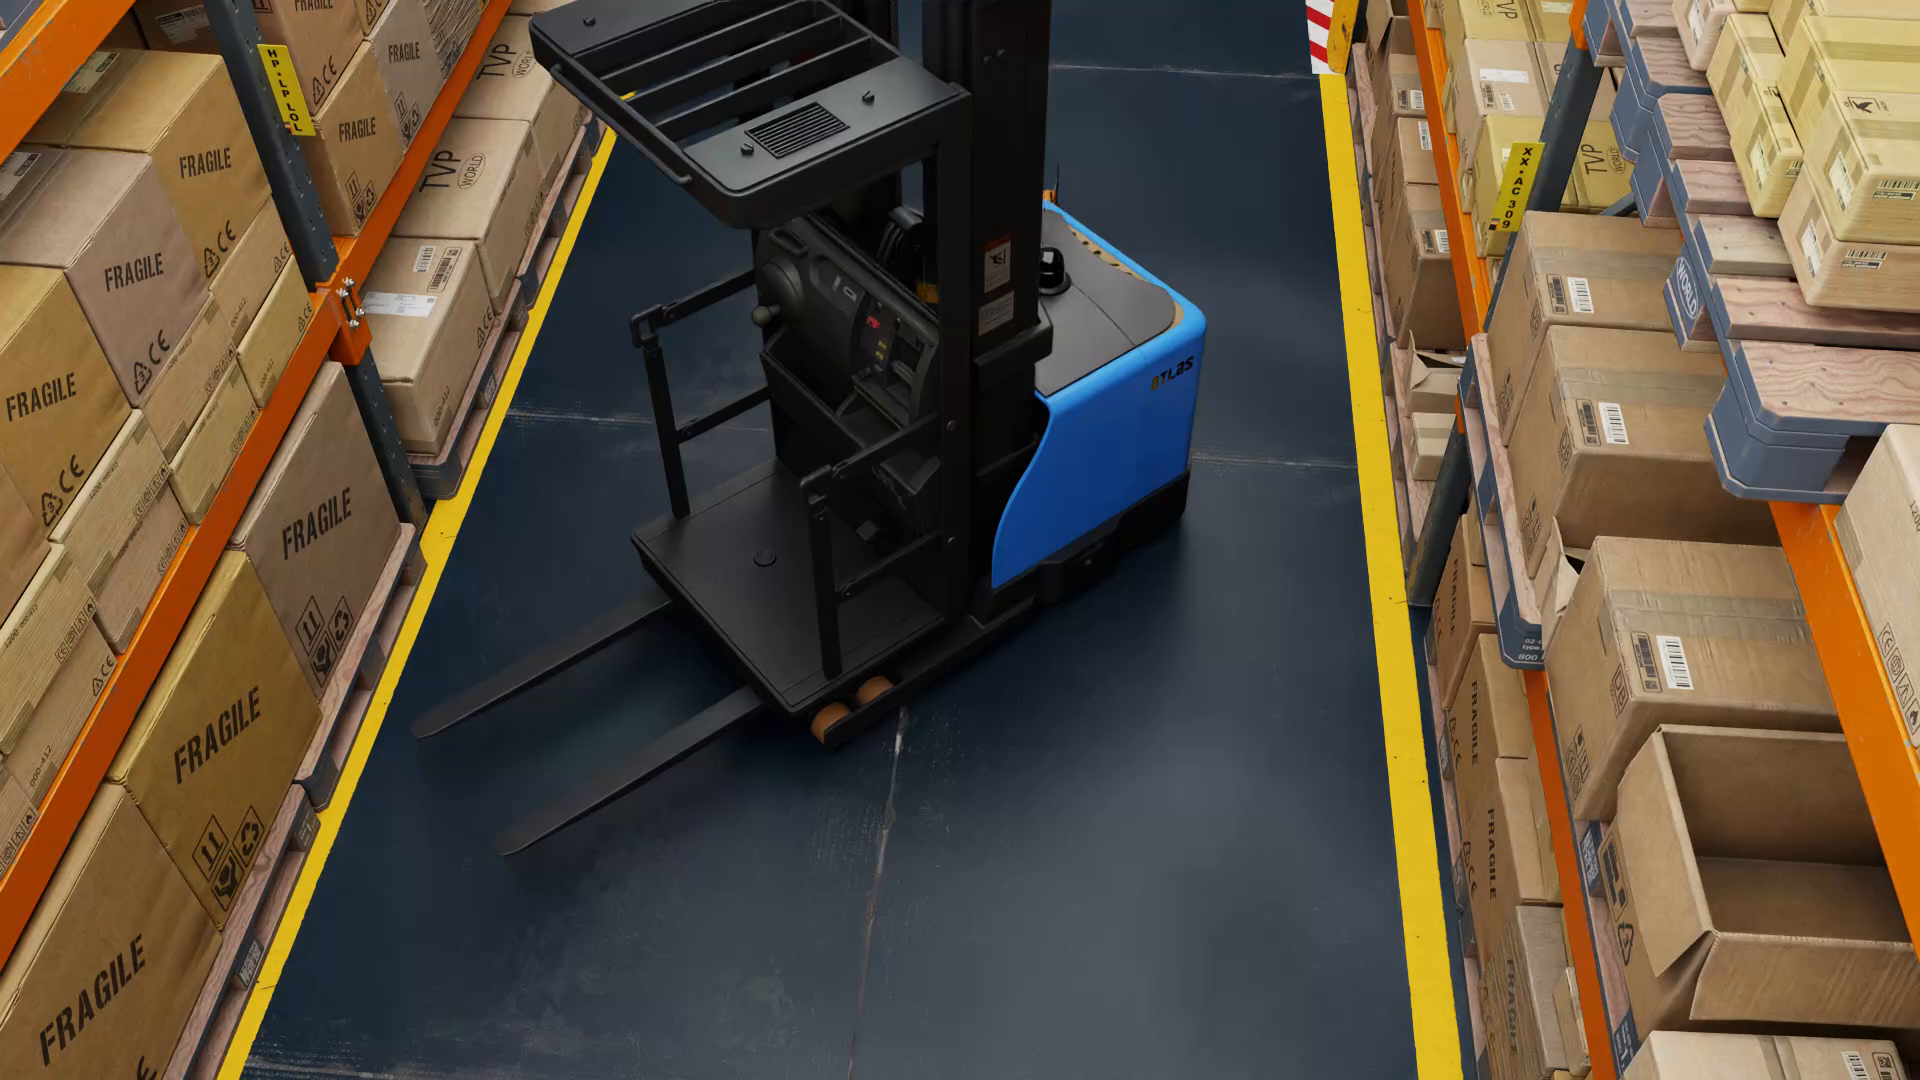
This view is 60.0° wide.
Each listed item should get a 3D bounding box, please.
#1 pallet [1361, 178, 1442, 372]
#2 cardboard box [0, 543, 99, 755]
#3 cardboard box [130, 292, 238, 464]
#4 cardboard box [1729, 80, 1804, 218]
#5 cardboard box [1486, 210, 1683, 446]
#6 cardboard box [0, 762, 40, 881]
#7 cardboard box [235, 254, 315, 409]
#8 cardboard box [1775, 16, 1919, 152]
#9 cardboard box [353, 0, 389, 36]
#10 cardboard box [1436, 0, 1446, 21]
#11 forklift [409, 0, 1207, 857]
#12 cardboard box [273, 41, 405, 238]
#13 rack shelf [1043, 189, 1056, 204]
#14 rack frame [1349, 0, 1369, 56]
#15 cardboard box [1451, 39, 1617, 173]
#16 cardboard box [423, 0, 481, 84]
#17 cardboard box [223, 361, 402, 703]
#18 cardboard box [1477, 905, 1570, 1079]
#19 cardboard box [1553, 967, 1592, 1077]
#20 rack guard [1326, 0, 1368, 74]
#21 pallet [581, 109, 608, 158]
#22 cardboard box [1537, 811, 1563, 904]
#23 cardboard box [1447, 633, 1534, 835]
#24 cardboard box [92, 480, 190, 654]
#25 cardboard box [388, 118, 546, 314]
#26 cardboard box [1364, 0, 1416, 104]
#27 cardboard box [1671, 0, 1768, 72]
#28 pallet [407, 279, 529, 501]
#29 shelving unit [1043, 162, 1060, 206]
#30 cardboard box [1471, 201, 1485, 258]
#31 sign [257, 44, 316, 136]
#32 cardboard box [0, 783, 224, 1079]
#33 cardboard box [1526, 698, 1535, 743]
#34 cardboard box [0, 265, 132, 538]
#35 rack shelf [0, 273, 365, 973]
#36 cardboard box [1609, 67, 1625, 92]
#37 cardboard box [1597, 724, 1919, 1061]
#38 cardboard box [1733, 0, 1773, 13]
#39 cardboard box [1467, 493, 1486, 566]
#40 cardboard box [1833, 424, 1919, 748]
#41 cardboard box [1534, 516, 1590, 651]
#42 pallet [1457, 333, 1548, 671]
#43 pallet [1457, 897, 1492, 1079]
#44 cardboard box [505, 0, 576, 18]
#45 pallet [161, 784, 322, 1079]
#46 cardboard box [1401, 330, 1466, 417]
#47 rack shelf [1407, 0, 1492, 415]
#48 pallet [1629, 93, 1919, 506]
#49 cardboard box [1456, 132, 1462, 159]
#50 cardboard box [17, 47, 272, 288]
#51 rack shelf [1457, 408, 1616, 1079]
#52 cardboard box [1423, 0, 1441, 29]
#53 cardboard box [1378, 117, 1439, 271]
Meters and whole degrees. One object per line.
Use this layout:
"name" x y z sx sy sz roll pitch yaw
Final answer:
"pallet" 2.429 -1.226 7.728 1.003 0.211 1.213 4 48 4
"cardboard box" -2.593 0.254 4.247 0.500 0.250 0.500 5 48 4
"cardboard box" -2.522 -0.504 4.941 0.500 0.250 0.500 5 48 4
"cardboard box" 1.711 -0.737 3.176 0.380 0.149 0.250 5 48 4
"cardboard box" 1.990 -0.598 4.912 0.700 0.500 0.500 5 48 5
"cardboard box" -2.673 0.789 4.097 0.500 0.250 0.500 5 48 5
"cardboard box" -2.476 -0.697 5.456 0.500 0.250 0.500 3 48 3
"cardboard box" 1.744 -0.825 3.055 0.380 0.149 0.250 4 48 4
"cardboard box" -2.349 -2.170 5.956 0.500 0.500 0.500 3 48 3
"cardboard box" 2.198 -2.317 6.736 0.500 0.250 0.500 3 48 3
"forklift" -0.548 -0.681 5.387 3.031 2.935 1.130 -31 54 -25
"cardboard box" -2.383 -1.455 5.980 0.500 0.500 0.500 5 48 5
"rack shelf" 0.260 -1.303 6.859 0.240 0.259 0.215 9 48 8
"rack frame" 2.622 -3.703 8.104 1.000 3.000 0.127 4 48 4
"cardboard box" 2.092 -1.573 6.056 0.500 0.250 0.500 4 48 4
"cardboard box" -2.281 -2.190 6.652 0.500 0.500 0.500 4 48 4
"cardboard box" -2.663 -0.058 5.925 0.875 0.875 0.875 5 48 5
"cardboard box" 1.847 1.418 4.830 0.500 0.500 0.500 2 48 2
"cardboard box" 1.834 1.307 4.492 0.380 0.149 0.250 2 48 2
"rack guard" 2.615 -2.803 8.975 1.175 0.500 0.348 4 48 4
"pallet" -2.317 -2.500 8.893 1.003 0.211 1.213 4 48 4
"cardboard box" 1.903 0.929 4.837 0.380 0.149 0.250 5 48 5
"cardboard box" 1.950 0.671 5.513 0.500 0.500 0.500 3 48 3
"cardboard box" -2.589 0.047 4.776 0.500 0.250 0.500 3 48 2
"cardboard box" -2.441 -1.483 7.526 0.875 0.438 0.875 3 48 2
"cardboard box" 2.472 -2.559 8.465 0.797 0.503 0.637 2 48 2
"cardboard box" 1.742 -1.113 3.520 0.380 0.149 0.250 4 48 4
"pallet" -2.539 -0.707 7.253 1.003 0.211 1.213 4 48 4
"shelving unit" 0.260 -1.118 7.061 0.252 1.050 0.215 9 48 8
"cardboard box" 2.037 -1.122 5.914 0.380 0.149 0.250 5 48 5
"sign" -2.145 -1.429 5.293 0.100 0.325 0.005 4 48 4
"cardboard box" -2.820 1.263 4.717 0.875 0.875 0.875 4 48 4
"cardboard box" 1.988 0.566 5.169 0.380 0.149 0.250 3 48 3
"cardboard box" -2.582 -0.368 4.309 0.500 0.500 0.500 5 48 5
"rack shelf" -2.868 0.618 4.639 1.077 0.370 4.000 4 48 4
"cardboard box" 2.610 -1.528 6.015 0.500 0.250 0.500 3 48 3
"cardboard box" 1.857 0.788 3.642 0.797 0.503 0.637 3 48 3
"cardboard box" 1.777 -1.201 3.399 0.380 0.149 0.250 3 48 3
"cardboard box" 1.959 -0.034 5.719 0.380 0.149 0.250 6 48 5
"cardboard box" 1.788 0.084 2.709 0.500 0.250 0.500 4 48 4
"cardboard box" 1.748 0.136 4.400 0.396 0.266 0.258 6 48 5
"pallet" 2.076 -0.118 4.956 1.003 0.211 1.213 4 48 4
"pallet" 2.112 1.677 5.073 1.003 0.211 1.213 4 48 4
"cardboard box" -2.282 -2.819 8.747 0.875 0.438 0.875 2 48 2
"pallet" -2.790 1.318 5.402 1.003 0.211 1.213 4 48 4
"cardboard box" 2.048 -0.674 6.902 0.396 0.266 0.258 5 48 5
"rack shelf" 2.439 -1.990 7.025 1.077 0.370 4.000 4 48 4
"pallet" 2.036 -0.475 3.246 1.213 0.211 1.003 4 48 4
"cardboard box" 2.087 -1.506 6.265 0.380 0.149 0.250 5 48 5
"cardboard box" -2.477 -1.120 4.996 0.500 0.500 0.500 5 48 5
"rack shelf" 2.075 0.949 4.336 1.077 0.370 4.000 4 48 4
"cardboard box" 2.148 -2.256 6.951 0.380 0.149 0.250 5 48 4
"cardboard box" 2.207 -1.550 7.544 0.500 0.500 0.500 5 48 4
